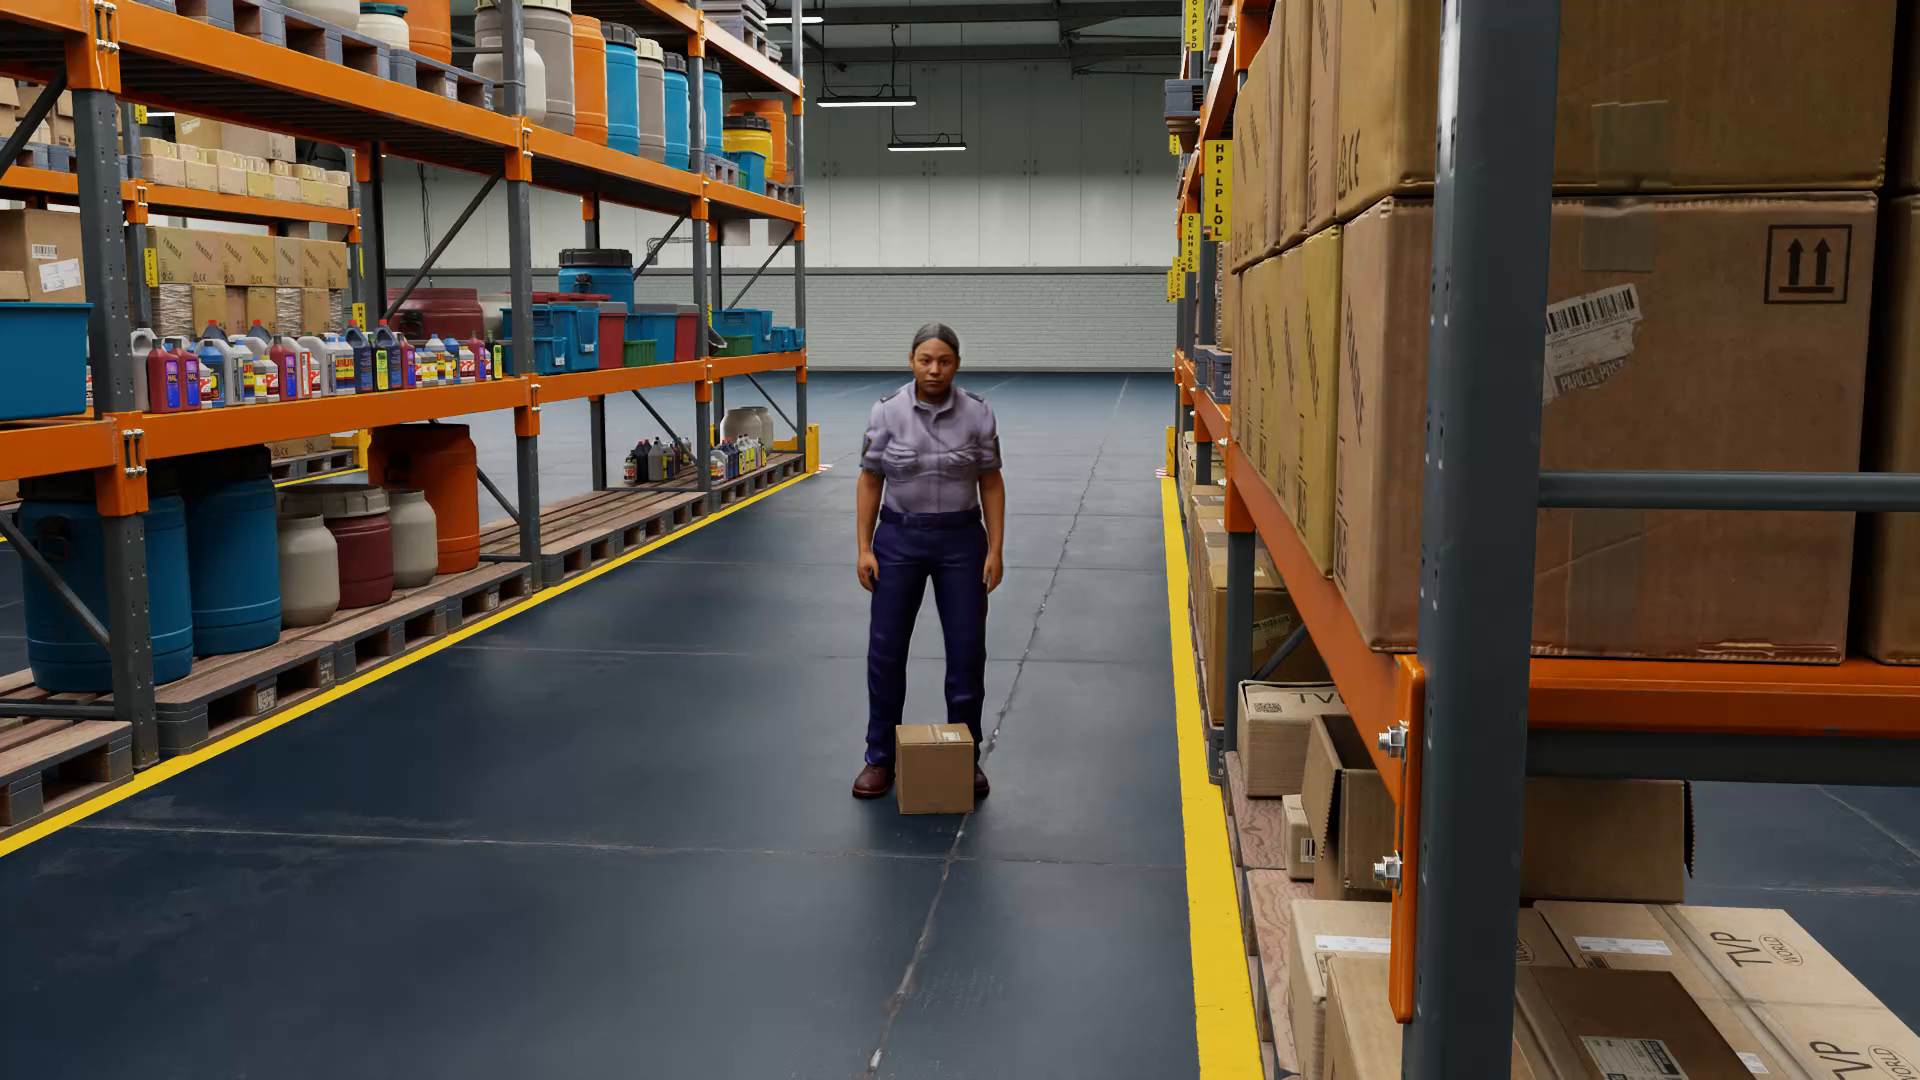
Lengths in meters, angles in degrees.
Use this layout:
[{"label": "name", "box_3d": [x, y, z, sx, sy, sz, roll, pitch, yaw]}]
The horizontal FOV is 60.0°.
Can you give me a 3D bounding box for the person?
[{"label": "person", "box_3d": [-0.112, 0.068, 5.872, 0.544, 1.639, 0.372, 0, 8, -1]}]
